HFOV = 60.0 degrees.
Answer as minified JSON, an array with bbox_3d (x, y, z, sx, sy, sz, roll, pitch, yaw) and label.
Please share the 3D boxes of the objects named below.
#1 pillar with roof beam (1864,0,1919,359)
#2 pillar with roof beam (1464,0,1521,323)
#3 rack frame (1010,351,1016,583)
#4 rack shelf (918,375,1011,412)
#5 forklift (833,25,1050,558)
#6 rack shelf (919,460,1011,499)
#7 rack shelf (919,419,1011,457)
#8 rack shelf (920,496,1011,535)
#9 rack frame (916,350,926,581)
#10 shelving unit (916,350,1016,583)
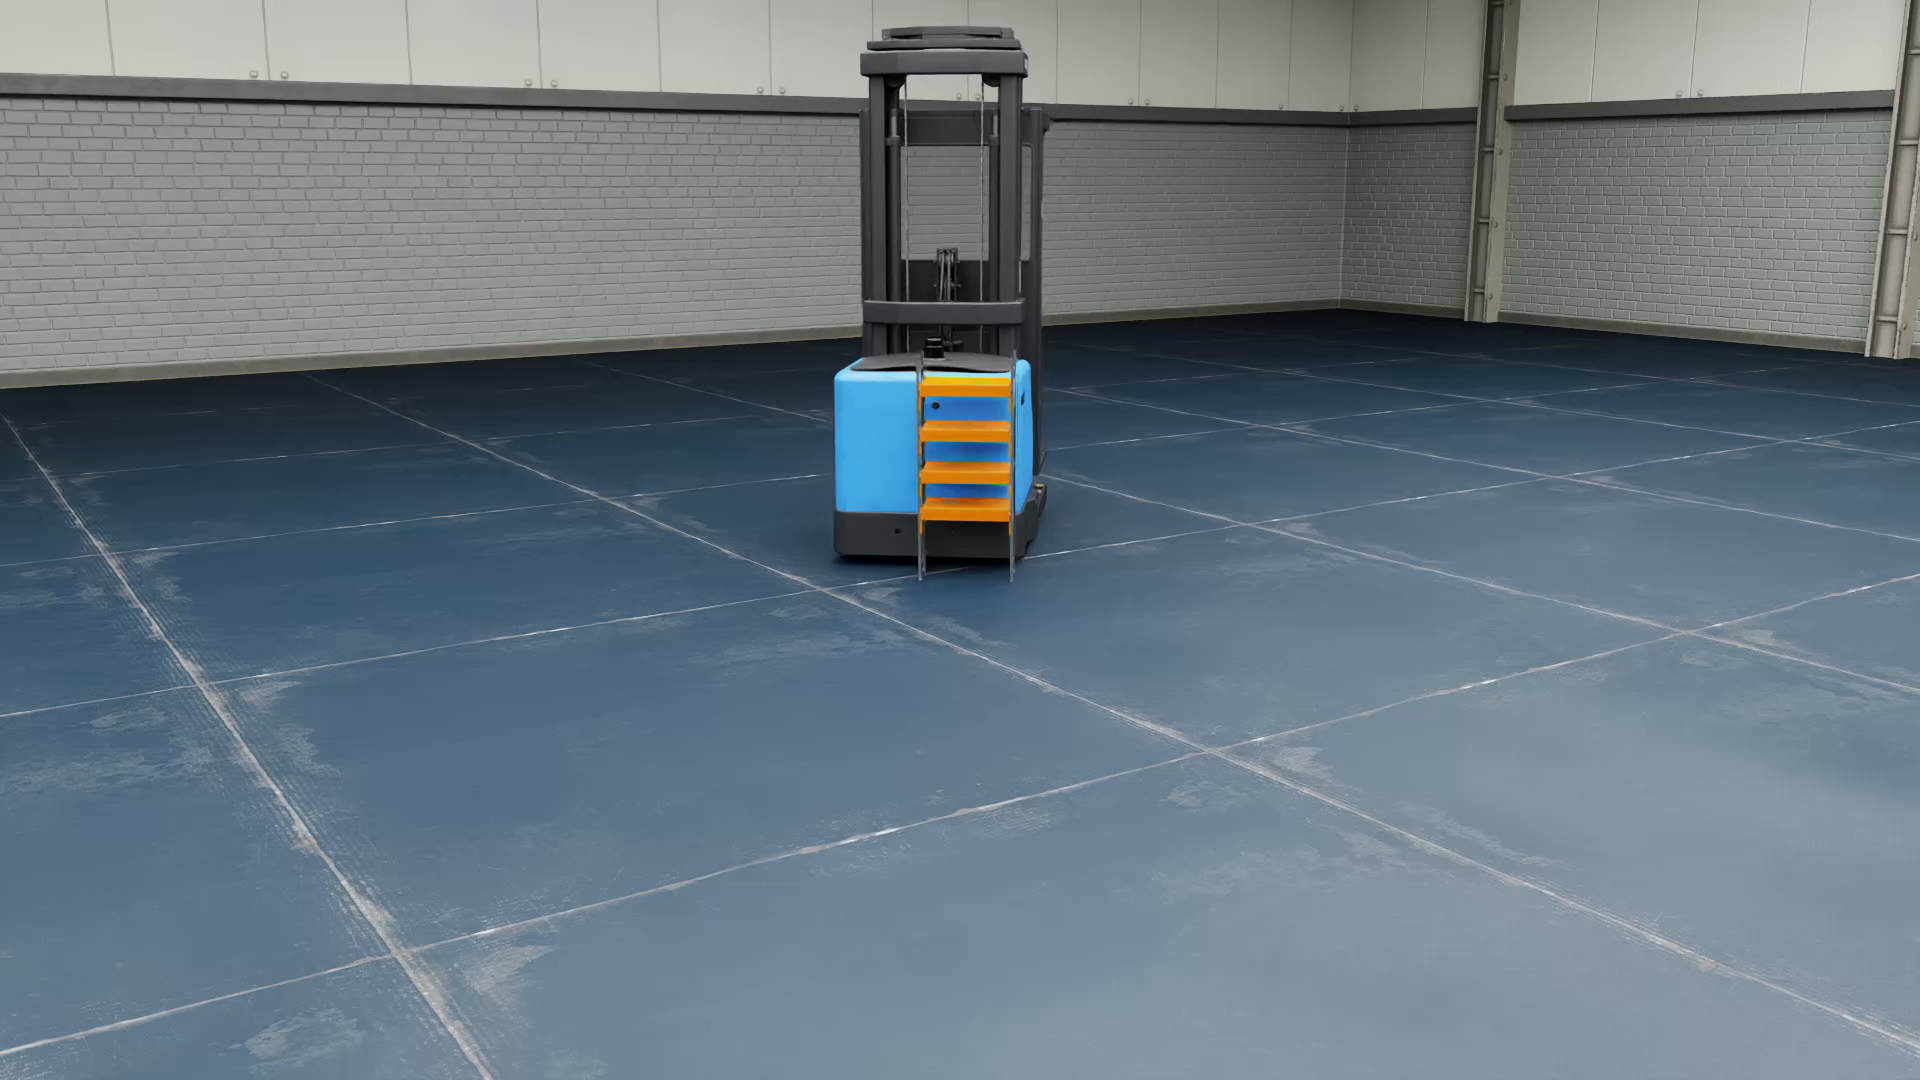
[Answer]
[{"bbox_3d":[7.500,-6.076,16.583,9.100,9.000,0.400,-8,15,-33],"label":"pillar with roof beam"},{"bbox_3d":[4.176,-7.143,21.462,9.100,9.000,0.400,-8,15,-33],"label":"pillar with roof beam"},{"bbox_3d":[0.280,-0.384,8.781,0.015,1.200,0.240,1,15,5],"label":"rack frame"},{"bbox_3d":[0.035,-0.768,8.698,0.480,0.148,0.258,1,15,5],"label":"rack shelf"},{"bbox_3d":[-0.024,-1.592,10.282,1.130,2.935,3.031,1,12,6],"label":"forklift"},{"bbox_3d":[0.037,-0.324,8.818,0.480,0.148,0.258,1,15,5],"label":"rack shelf"},{"bbox_3d":[0.036,-0.540,8.760,0.480,0.148,0.258,1,15,5],"label":"rack shelf"},{"bbox_3d":[0.038,-0.132,8.870,0.480,0.148,0.258,1,15,5],"label":"rack shelf"},{"bbox_3d":[-0.206,-0.393,8.820,0.015,1.200,0.240,1,15,5],"label":"rack frame"},{"bbox_3d":[0.037,-0.389,8.801,0.503,1.200,0.258,1,15,5],"label":"shelving unit"}]
